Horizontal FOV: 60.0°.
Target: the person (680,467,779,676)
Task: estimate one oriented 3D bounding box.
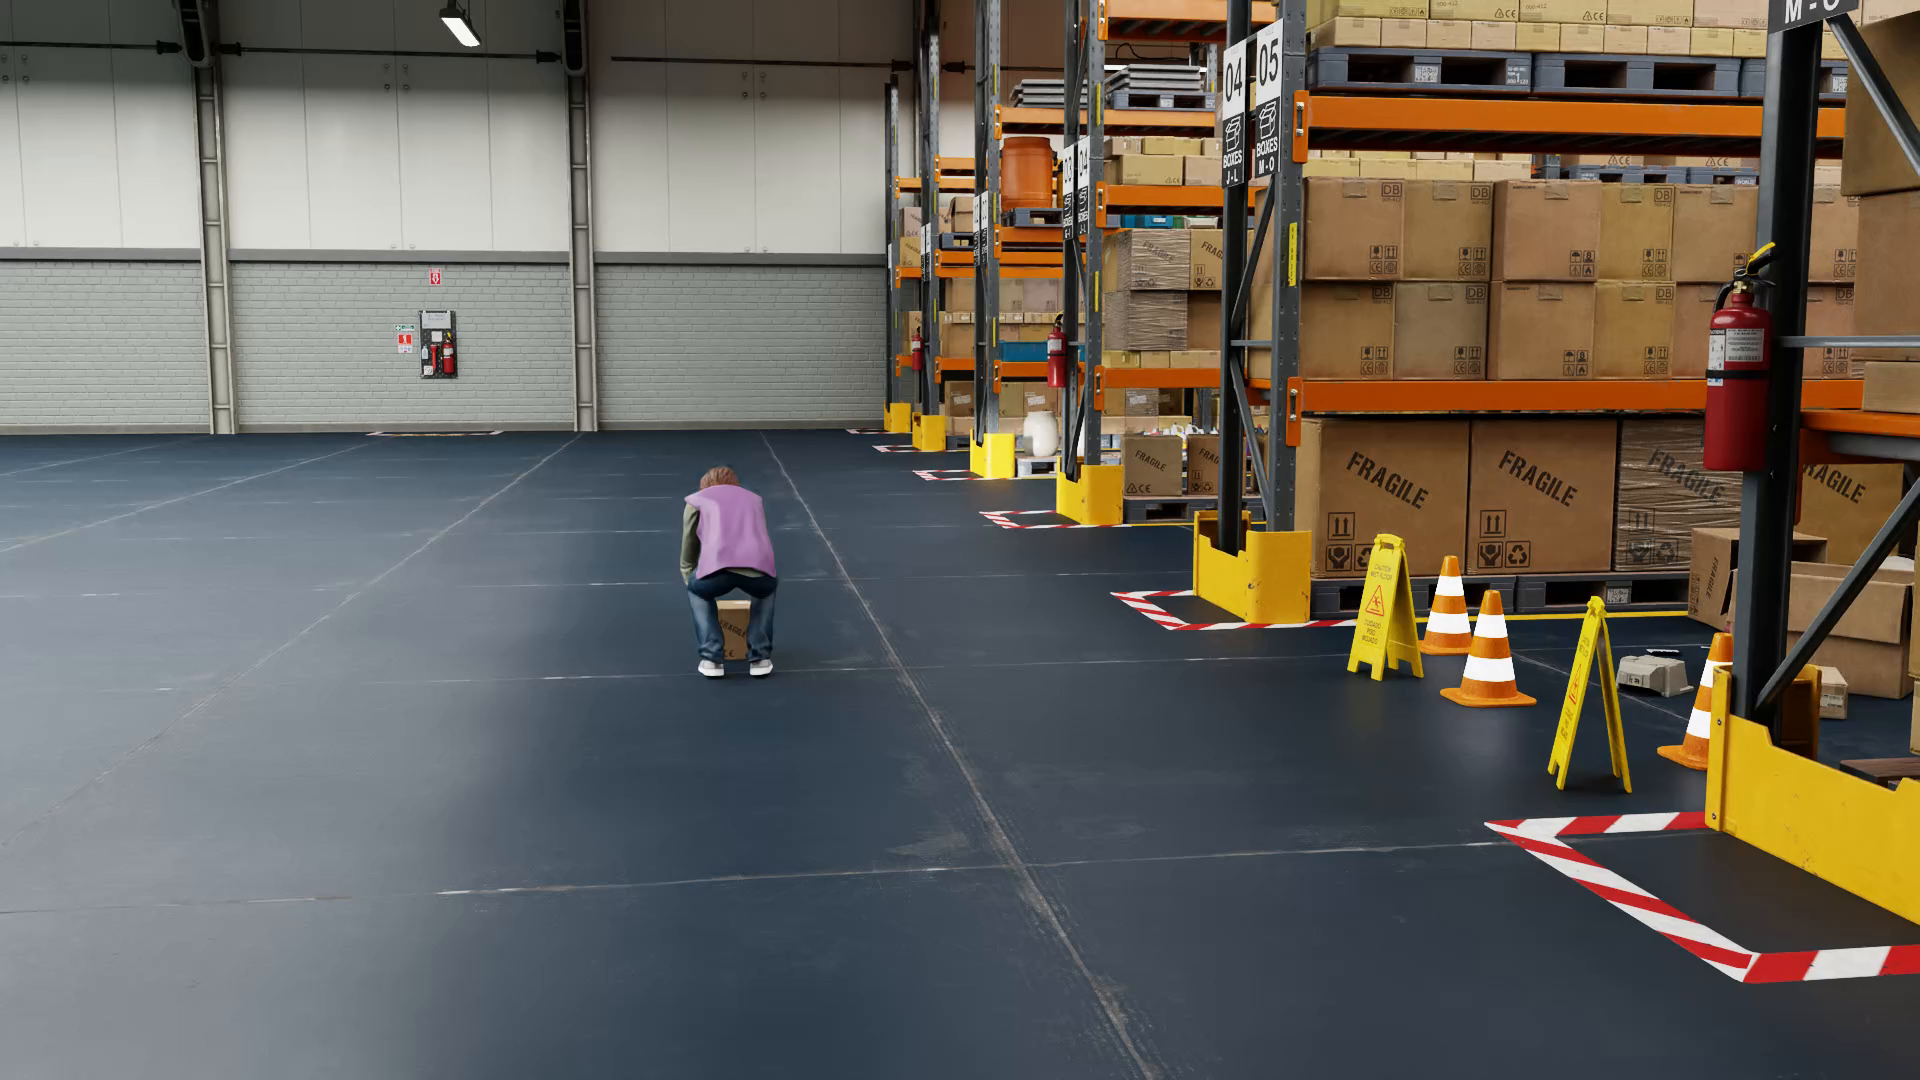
[{"bbox_3d":[-1.063,0.146,7.659,0.448,0.928,0.788,-1,7,-9],"label":"person"}]
